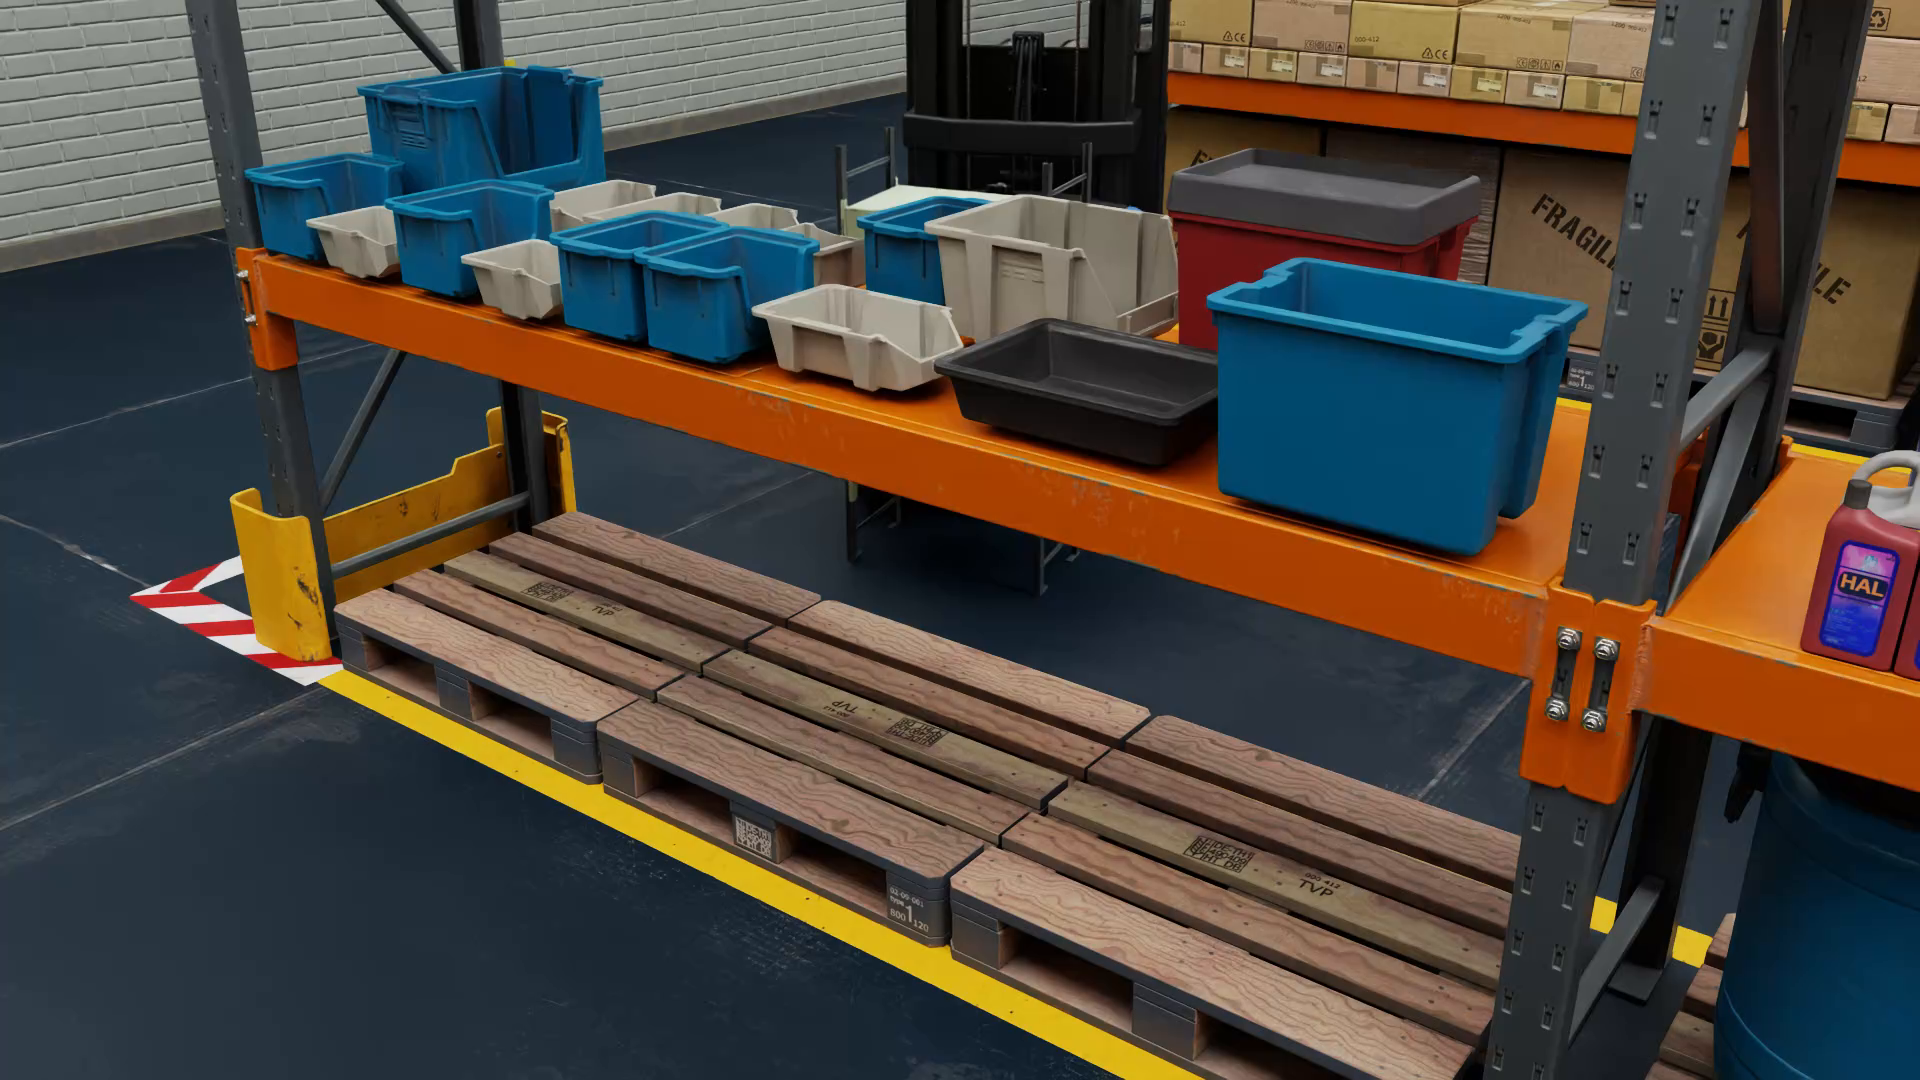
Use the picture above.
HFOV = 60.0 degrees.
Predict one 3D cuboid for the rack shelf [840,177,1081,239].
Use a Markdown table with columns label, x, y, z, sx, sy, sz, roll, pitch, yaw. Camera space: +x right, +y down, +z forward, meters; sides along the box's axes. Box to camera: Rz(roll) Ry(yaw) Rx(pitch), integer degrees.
| label | x | y | z | sx | sy | sz | roll | pitch | yaw |
| --- | --- | --- | --- | --- | --- | --- | --- | --- | --- |
| rack shelf | 0.014 | -0.979 | 5.643 | 0.720 | 0.370 | 0.431 | 10 | 26 | 22 |

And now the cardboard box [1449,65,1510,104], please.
| label | x | y | z | sx | sy | sz | roll | pitch | yaw |
| --- | --- | --- | --- | --- | --- | --- | --- | --- | --- |
| cardboard box | 2.443 | -2.114 | 7.639 | 0.250 | 0.149 | 0.380 | 16 | 28 | 32 |

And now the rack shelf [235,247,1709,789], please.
| label | x | y | z | sx | sy | sz | roll | pitch | yaw |
| --- | --- | --- | --- | --- | --- | --- | --- | --- | --- |
| rack shelf | -0.245 | -0.382 | 4.289 | 4.000 | 0.370 | 1.077 | 17 | 29 | 33 |

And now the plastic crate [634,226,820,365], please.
| label | x | y | z | sx | sy | sz | roll | pitch | yaw |
| --- | --- | --- | --- | --- | --- | --- | --- | --- | --- |
| plastic crate | -0.551 | -0.589 | 3.999 | 0.300 | 0.233 | 0.416 | 17 | 29 | 33 |

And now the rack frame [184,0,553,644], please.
| label | x | y | z | sx | sy | sz | roll | pitch | yaw |
| --- | --- | --- | --- | --- | --- | --- | --- | --- | --- |
| rack frame | -1.845 | -1.195 | 5.241 | 0.127 | 3.000 | 1.000 | 17 | 29 | 33 |

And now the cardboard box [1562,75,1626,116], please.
| label | x | y | z | sx | sy | sz | roll | pitch | yaw |
| --- | --- | --- | --- | --- | --- | --- | --- | --- | --- |
| cardboard box | 2.857 | -1.989 | 7.356 | 0.250 | 0.149 | 0.380 | 16 | 29 | 32 |

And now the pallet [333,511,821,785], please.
| label | x | y | z | sx | sy | sz | roll | pitch | yaw |
| --- | --- | --- | --- | --- | --- | --- | --- | --- | --- |
| pallet | -1.209 | 0.293 | 5.323 | 1.213 | 0.211 | 1.003 | 17 | 29 | 33 |

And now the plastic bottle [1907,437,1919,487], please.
| label | x | y | z | sx | sy | sz | roll | pitch | yaw |
| --- | --- | --- | --- | --- | --- | --- | --- | --- | --- |
| plastic bottle | 1.865 | -0.180 | 3.092 | 0.135 | 0.276 | 0.152 | 17 | 29 | 33 |

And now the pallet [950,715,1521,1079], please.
| label | x | y | z | sx | sy | sz | roll | pitch | yaw |
| --- | --- | --- | --- | --- | --- | --- | --- | --- | --- |
| pallet | 0.744 | 0.883 | 3.983 | 1.213 | 0.211 | 1.003 | 17 | 29 | 33 |

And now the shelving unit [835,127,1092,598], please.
| label | x | y | z | sx | sy | sz | roll | pitch | yaw |
| --- | --- | --- | --- | --- | --- | --- | --- | --- | --- |
| shelving unit | 0.014 | -0.621 | 5.800 | 0.755 | 1.500 | 0.431 | 10 | 26 | 22 |

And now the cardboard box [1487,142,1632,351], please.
| label | x | y | z | sx | sy | sz | roll | pitch | yaw |
| --- | --- | --- | --- | --- | --- | --- | --- | --- | --- |
| cardboard box | 3.126 | -1.448 | 7.931 | 0.875 | 0.875 | 0.875 | 17 | 29 | 33 |

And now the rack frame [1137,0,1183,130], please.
| label | x | y | z | sx | sy | sz | roll | pitch | yaw |
| --- | --- | --- | --- | --- | --- | --- | --- | --- | --- |
| rack frame | 1.125 | -2.793 | 8.868 | 0.127 | 3.000 | 1.000 | 17 | 29 | 33 |

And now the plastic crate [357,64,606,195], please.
| label | x | y | z | sx | sy | sz | roll | pitch | yaw |
| --- | --- | --- | --- | --- | --- | --- | --- | --- | --- |
| plastic crate | -1.465 | -1.218 | 5.175 | 0.499 | 0.435 | 0.616 | 17 | 29 | 33 |

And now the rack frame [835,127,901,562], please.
| label | x | y | z | sx | sy | sz | roll | pitch | yaw |
| --- | --- | --- | --- | --- | --- | --- | --- | --- | --- |
| rack frame | -0.320 | -0.682 | 5.937 | 0.023 | 1.500 | 0.400 | 10 | 26 | 22 |

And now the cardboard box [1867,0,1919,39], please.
| label | x | y | z | sx | sy | sz | roll | pitch | yaw |
| --- | --- | --- | --- | --- | --- | --- | --- | --- | --- |
| cardboard box | 3.798 | -2.261 | 6.549 | 0.500 | 0.500 | 0.500 | 18 | 29 | 35 |

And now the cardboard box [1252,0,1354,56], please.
| label | x | y | z | sx | sy | sz | roll | pitch | yaw |
| --- | --- | --- | --- | --- | --- | --- | --- | --- | --- |
| cardboard box | 1.767 | -2.534 | 8.097 | 0.500 | 0.250 | 0.500 | 16 | 29 | 33 |

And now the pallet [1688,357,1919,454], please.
| label | x | y | z | sx | sy | sz | roll | pitch | yaw |
| --- | --- | --- | --- | --- | --- | --- | --- | --- | --- |
| pallet | 3.764 | -0.759 | 7.710 | 1.213 | 0.211 | 1.003 | 17 | 29 | 33 |

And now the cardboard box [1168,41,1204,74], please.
| label | x | y | z | sx | sy | sz | roll | pitch | yaw |
| --- | --- | --- | --- | --- | --- | --- | --- | --- | --- |
| cardboard box | 1.211 | -2.486 | 8.482 | 0.250 | 0.149 | 0.380 | 17 | 29 | 34 |

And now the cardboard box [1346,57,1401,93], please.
| label | x | y | z | sx | sy | sz | roll | pitch | yaw |
| --- | --- | --- | --- | --- | --- | --- | --- | --- | --- |
| cardboard box | 2.035 | -2.238 | 7.920 | 0.250 | 0.149 | 0.380 | 16 | 28 | 32 |

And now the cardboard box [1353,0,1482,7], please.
| label | x | y | z | sx | sy | sz | roll | pitch | yaw |
| --- | --- | --- | --- | --- | --- | --- | --- | --- | --- |
| cardboard box | 2.166 | -2.756 | 7.672 | 0.500 | 0.500 | 0.500 | 16 | 28 | 32 |

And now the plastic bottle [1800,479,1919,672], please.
| label | x | y | z | sx | sy | sz | roll | pitch | yaw |
| --- | --- | --- | --- | --- | --- | --- | --- | --- | --- |
| plastic bottle | 1.393 | 0.052 | 2.556 | 0.133 | 0.283 | 0.061 | 17 | 29 | 33 |

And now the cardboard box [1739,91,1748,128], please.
| label | x | y | z | sx | sy | sz | roll | pitch | yaw |
| --- | --- | --- | --- | --- | --- | --- | --- | --- | --- |
| cardboard box | 3.268 | -1.865 | 7.074 | 0.250 | 0.149 | 0.380 | 17 | 29 | 34 |

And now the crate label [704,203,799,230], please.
| label | x | y | z | sx | sy | sz | roll | pitch | yaw |
| --- | --- | --- | --- | --- | --- | --- | --- | --- | --- |
| crate label | -0.623 | -0.829 | 4.663 | 0.243 | 0.136 | 0.396 | 17 | 29 | 33 |

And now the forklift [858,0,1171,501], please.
| label | x | y | z | sx | sy | sz | roll | pitch | yaw |
| --- | --- | --- | --- | --- | --- | --- | --- | --- | --- |
| forklift | 0.366 | -2.004 | 7.162 | 1.130 | 2.935 | 3.031 | 5 | 24 | 10 |

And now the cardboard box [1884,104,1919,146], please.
| label | x | y | z | sx | sy | sz | roll | pitch | yaw |
| --- | --- | --- | --- | --- | --- | --- | --- | --- | --- |
| cardboard box | 3.886 | -1.679 | 6.651 | 0.250 | 0.149 | 0.380 | 17 | 29 | 34 |

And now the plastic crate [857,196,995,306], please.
| label | x | y | z | sx | sy | sz | roll | pitch | yaw |
| --- | --- | --- | --- | --- | --- | --- | --- | --- | --- |
| plastic crate | -0.048 | -0.732 | 4.324 | 0.300 | 0.233 | 0.416 | 17 | 29 | 33 |

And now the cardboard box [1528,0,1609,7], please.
| label | x | y | z | sx | sy | sz | roll | pitch | yaw |
| --- | --- | --- | --- | --- | --- | --- | --- | --- | --- |
| cardboard box | 2.904 | -2.458 | 7.926 | 0.500 | 0.250 | 0.500 | 17 | 29 | 33 |

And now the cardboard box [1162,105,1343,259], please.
| label | x | y | z | sx | sy | sz | roll | pitch | yaw |
| --- | --- | --- | --- | --- | --- | --- | --- | --- | --- |
| cardboard box | 1.685 | -1.884 | 8.919 | 0.875 | 0.875 | 0.875 | 17 | 29 | 33 |

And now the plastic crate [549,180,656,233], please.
| label | x | y | z | sx | sy | sz | roll | pitch | yaw |
| --- | --- | --- | --- | --- | --- | --- | --- | --- | --- |
| plastic crate | -1.084 | -0.963 | 4.968 | 0.243 | 0.136 | 0.396 | 17 | 29 | 33 |

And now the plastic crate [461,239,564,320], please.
| label | x | y | z | sx | sy | sz | roll | pitch | yaw |
| --- | --- | --- | --- | --- | --- | --- | --- | --- | --- |
| plastic crate | -1.095 | -0.667 | 4.297 | 0.298 | 0.136 | 0.250 | 17 | 29 | 33 |

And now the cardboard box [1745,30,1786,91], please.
| label | x | y | z | sx | sy | sz | roll | pitch | yaw |
| --- | --- | --- | --- | --- | --- | --- | --- | --- | --- |
| cardboard box | 3.400 | -2.039 | 6.976 | 0.500 | 0.250 | 0.500 | 18 | 29 | 35 |

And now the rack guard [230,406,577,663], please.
| label | x | y | z | sx | sy | sz | roll | pitch | yaw |
| --- | --- | --- | --- | --- | --- | --- | --- | --- | --- |
| rack guard | -1.872 | -0.052 | 5.749 | 0.348 | 0.500 | 1.175 | 17 | 29 | 33 |

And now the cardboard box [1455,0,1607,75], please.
| label | x | y | z | sx | sy | sz | roll | pitch | yaw |
| --- | --- | --- | --- | --- | --- | --- | --- | --- | --- |
| cardboard box | 2.588 | -2.286 | 7.536 | 0.500 | 0.250 | 0.500 | 16 | 28 | 32 |

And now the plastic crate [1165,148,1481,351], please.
| label | x | y | z | sx | sy | sz | roll | pitch | yaw |
| --- | --- | --- | --- | --- | --- | --- | --- | --- | --- |
| plastic crate | 0.791 | -0.581 | 3.695 | 0.583 | 0.464 | 0.402 | 17 | 29 | 33 |

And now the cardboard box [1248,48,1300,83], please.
| label | x | y | z | sx | sy | sz | roll | pitch | yaw |
| --- | --- | --- | --- | --- | --- | --- | --- | --- | --- |
| cardboard box | 1.623 | -2.362 | 8.202 | 0.250 | 0.149 | 0.380 | 16 | 28 | 32 |

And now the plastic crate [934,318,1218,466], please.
| label | x | y | z | sx | sy | sz | roll | pitch | yaw |
| --- | --- | --- | --- | --- | --- | --- | --- | --- | --- |
| plastic crate | 0.299 | -0.313 | 3.507 | 0.590 | 0.125 | 0.437 | 17 | 29 | 33 |

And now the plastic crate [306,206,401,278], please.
| label | x | y | z | sx | sy | sz | roll | pitch | yaw |
| --- | --- | --- | --- | --- | --- | --- | --- | --- | --- |
| plastic crate | -1.638 | -0.831 | 4.669 | 0.298 | 0.136 | 0.250 | 17 | 29 | 33 |
